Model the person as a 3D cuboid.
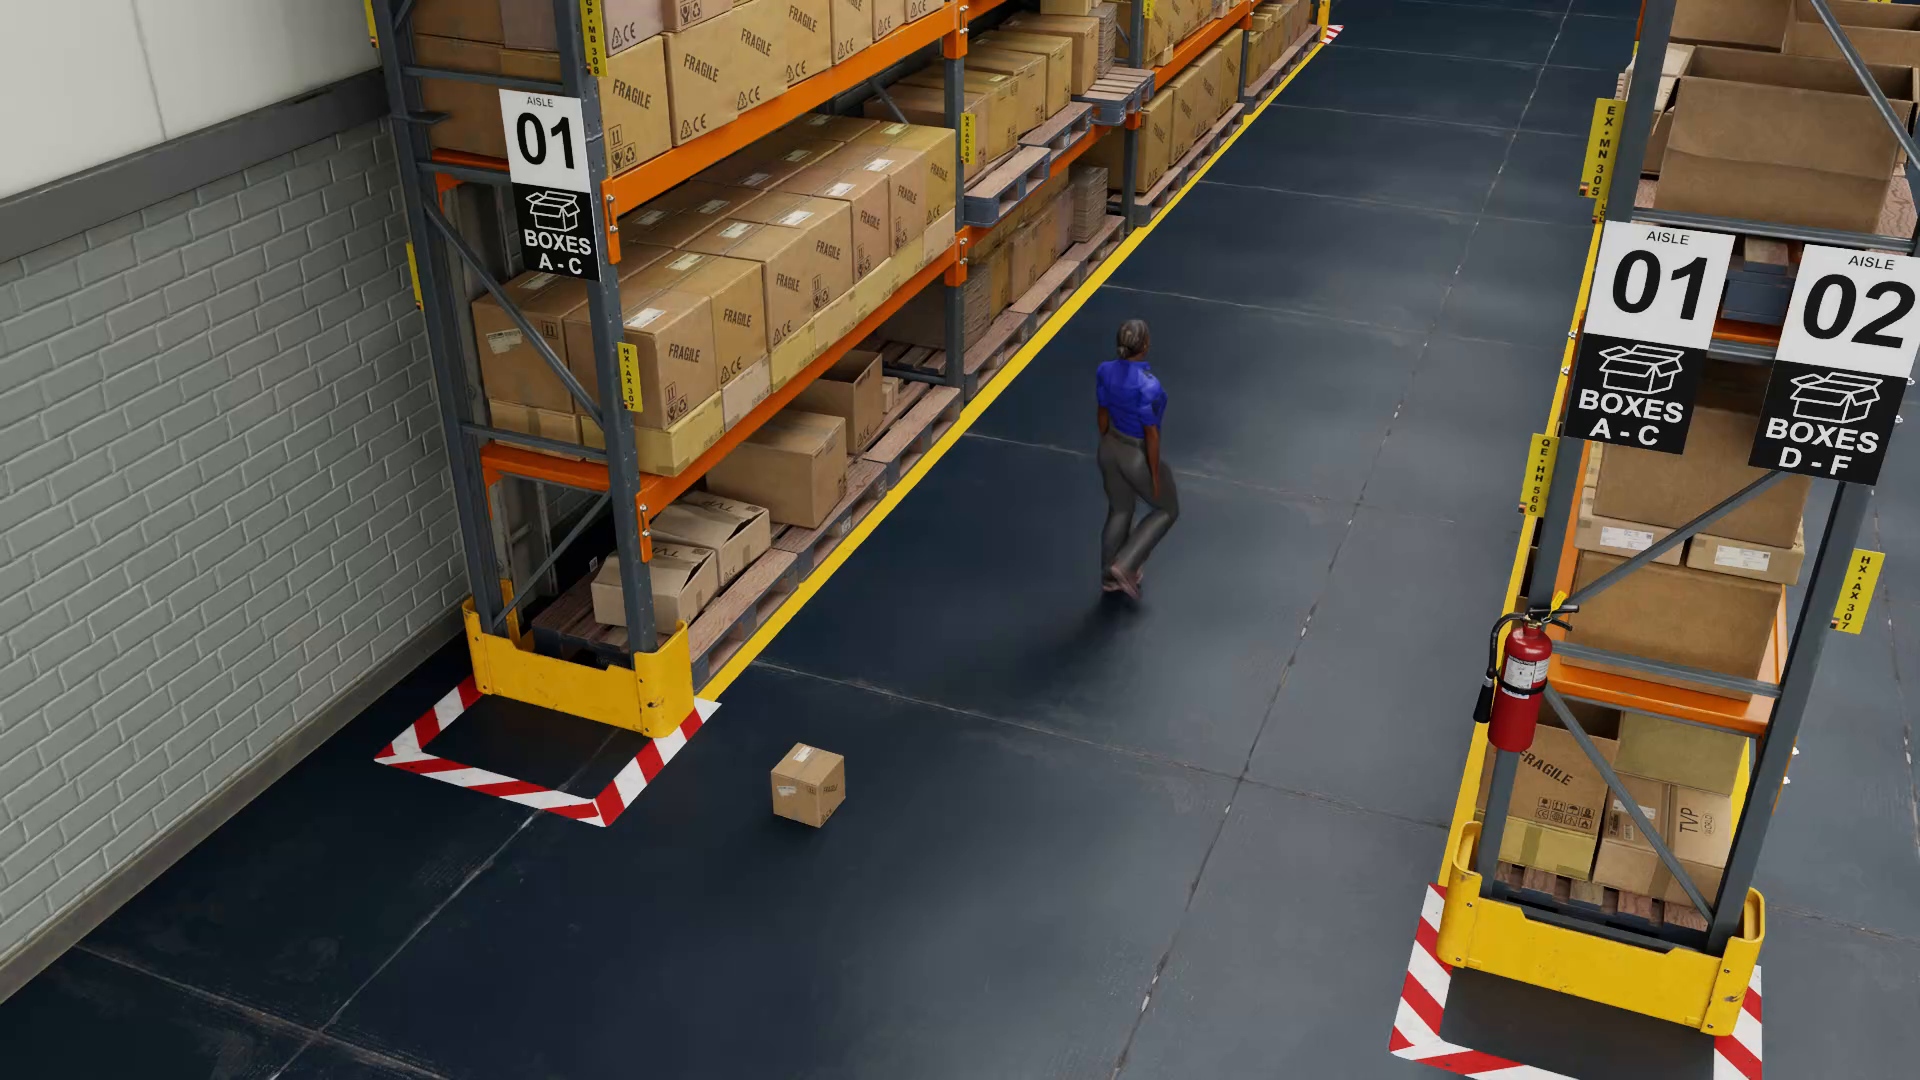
[{"bbox_3d":[0.952,-0.448,9.123,0.444,1.654,0.473,-25,38,-36],"label":"person"}]
